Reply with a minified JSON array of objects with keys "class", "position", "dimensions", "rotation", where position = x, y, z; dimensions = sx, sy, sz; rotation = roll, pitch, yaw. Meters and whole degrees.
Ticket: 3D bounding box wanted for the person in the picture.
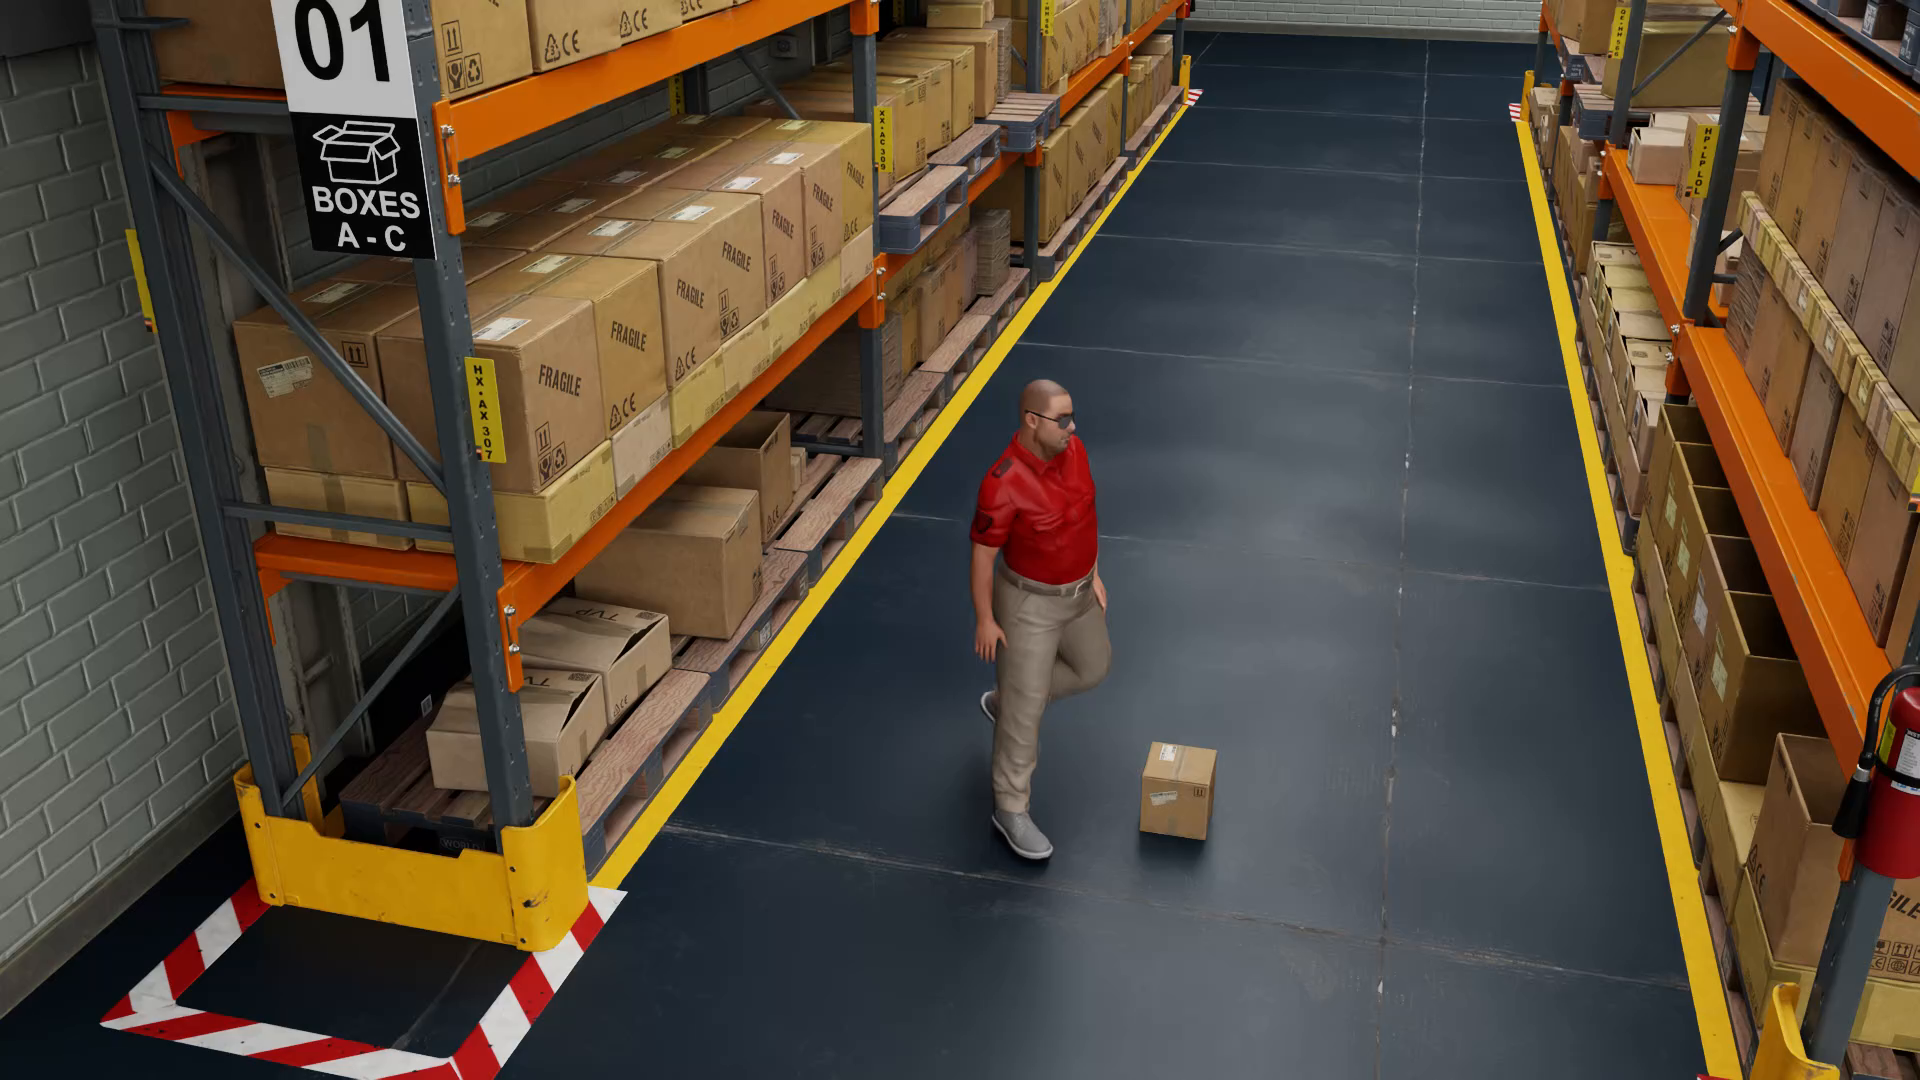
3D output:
[{"class":"person","position":[0.264,0.228,6.109],"dimensions":[0.593,1.721,0.653],"rotation":[18,31,34]}]
